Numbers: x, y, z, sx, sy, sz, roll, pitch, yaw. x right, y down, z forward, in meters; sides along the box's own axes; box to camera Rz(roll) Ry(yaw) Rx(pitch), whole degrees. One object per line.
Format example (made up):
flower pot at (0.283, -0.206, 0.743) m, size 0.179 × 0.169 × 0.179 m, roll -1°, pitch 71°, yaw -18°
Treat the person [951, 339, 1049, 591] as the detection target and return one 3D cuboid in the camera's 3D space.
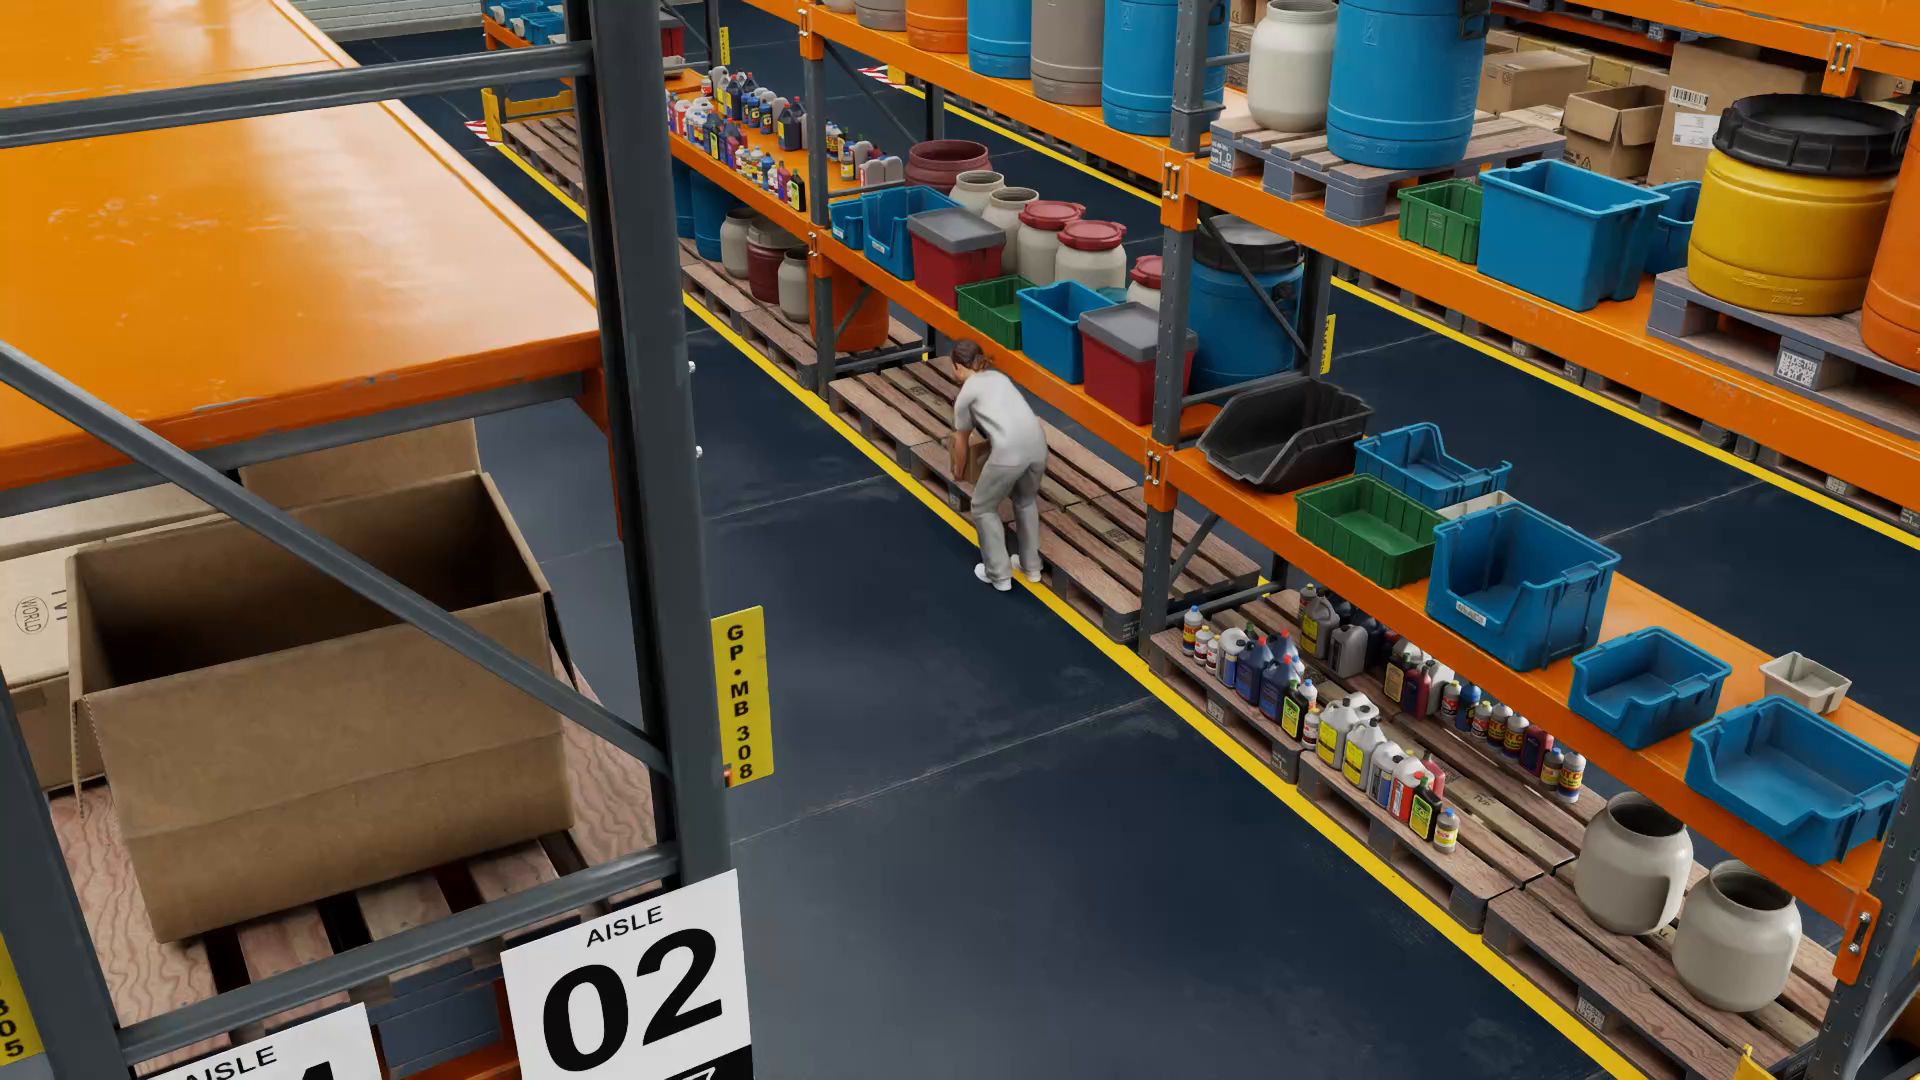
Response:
person at (0.197, -0.445, 9.689) m, size 0.419 × 1.356 × 0.783 m, roll -17°, pitch 33°, yaw -28°
